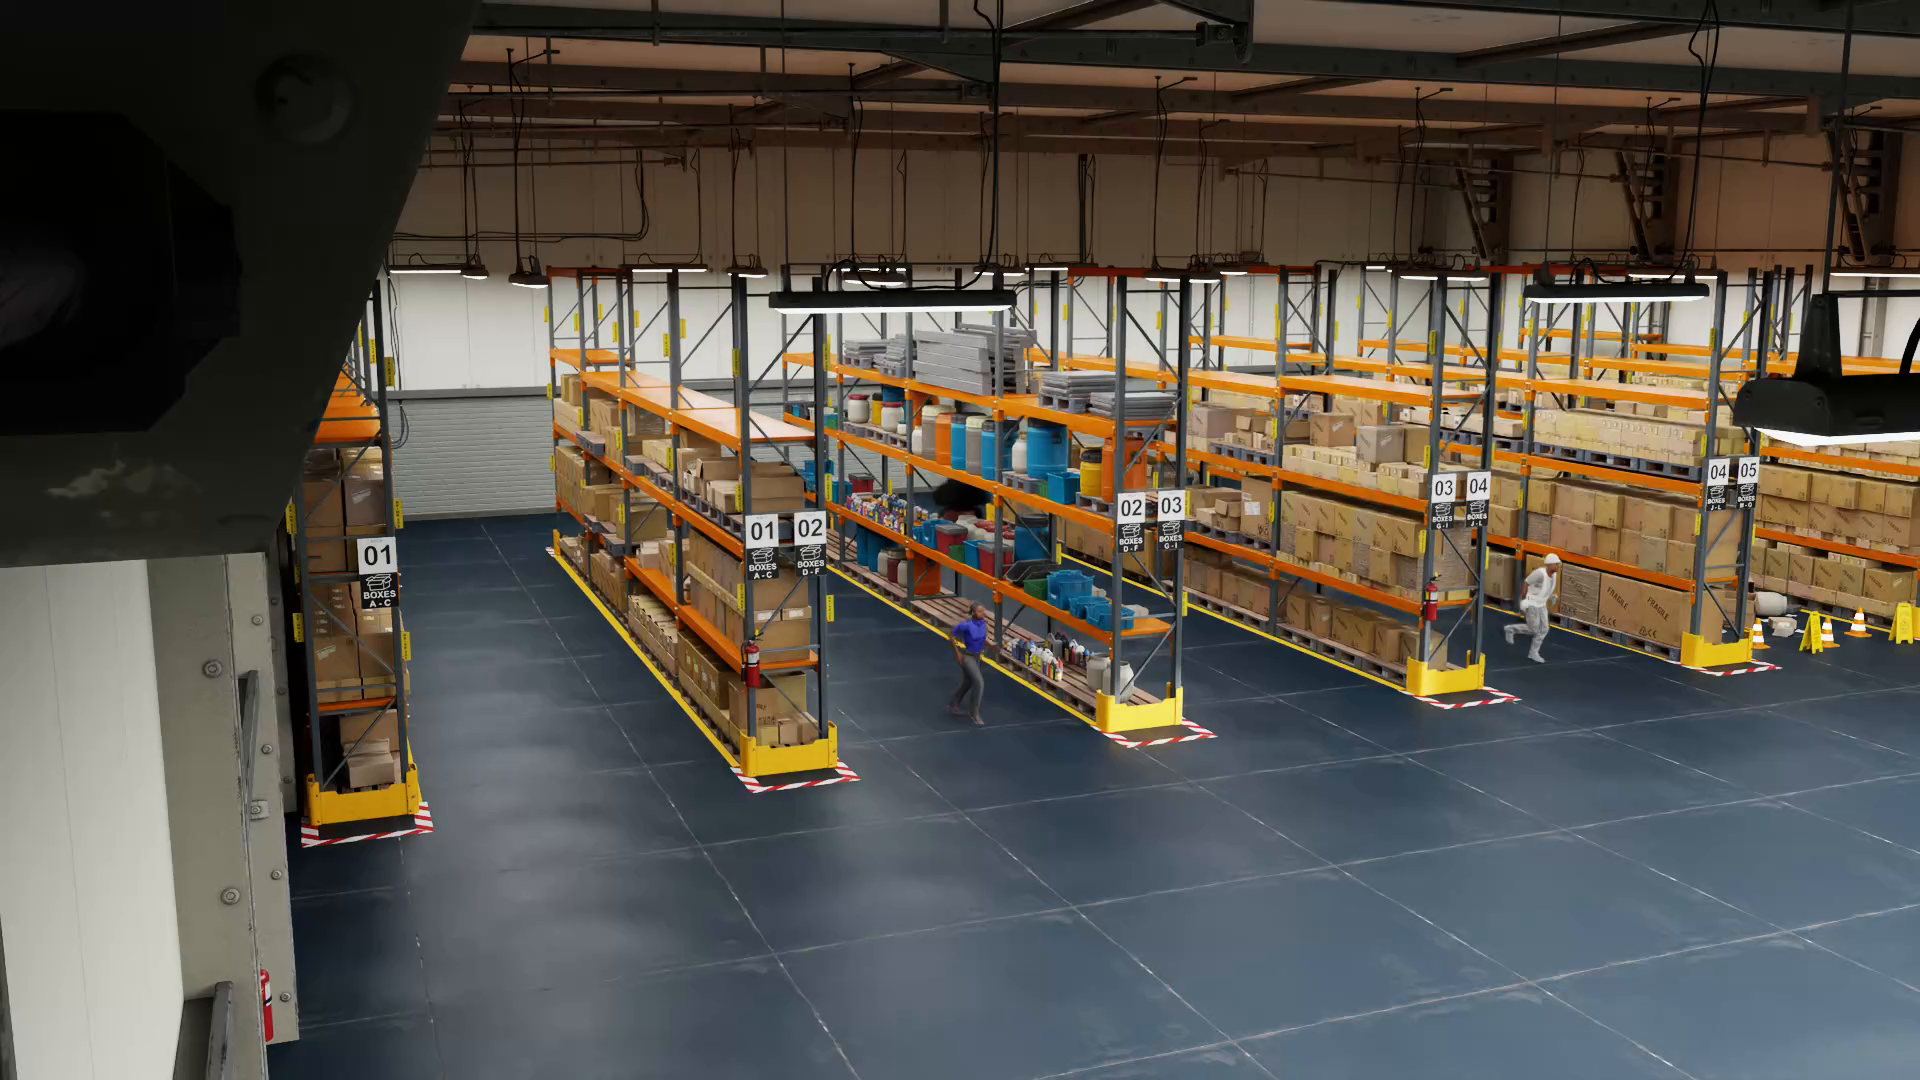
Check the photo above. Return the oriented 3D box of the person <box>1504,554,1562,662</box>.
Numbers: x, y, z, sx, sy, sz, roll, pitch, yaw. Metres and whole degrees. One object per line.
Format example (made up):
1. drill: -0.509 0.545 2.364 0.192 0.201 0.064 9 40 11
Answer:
1. person: 8.946 1.025 25.973 0.870 1.715 0.680 9 13 42

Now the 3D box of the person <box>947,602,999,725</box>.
1. person: 0.145 1.667 22.505 0.846 1.706 0.506 6 12 33

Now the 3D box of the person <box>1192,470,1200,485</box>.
1. person: 6.022 -1.613 41.436 0.627 1.555 0.604 -1 10 -6
